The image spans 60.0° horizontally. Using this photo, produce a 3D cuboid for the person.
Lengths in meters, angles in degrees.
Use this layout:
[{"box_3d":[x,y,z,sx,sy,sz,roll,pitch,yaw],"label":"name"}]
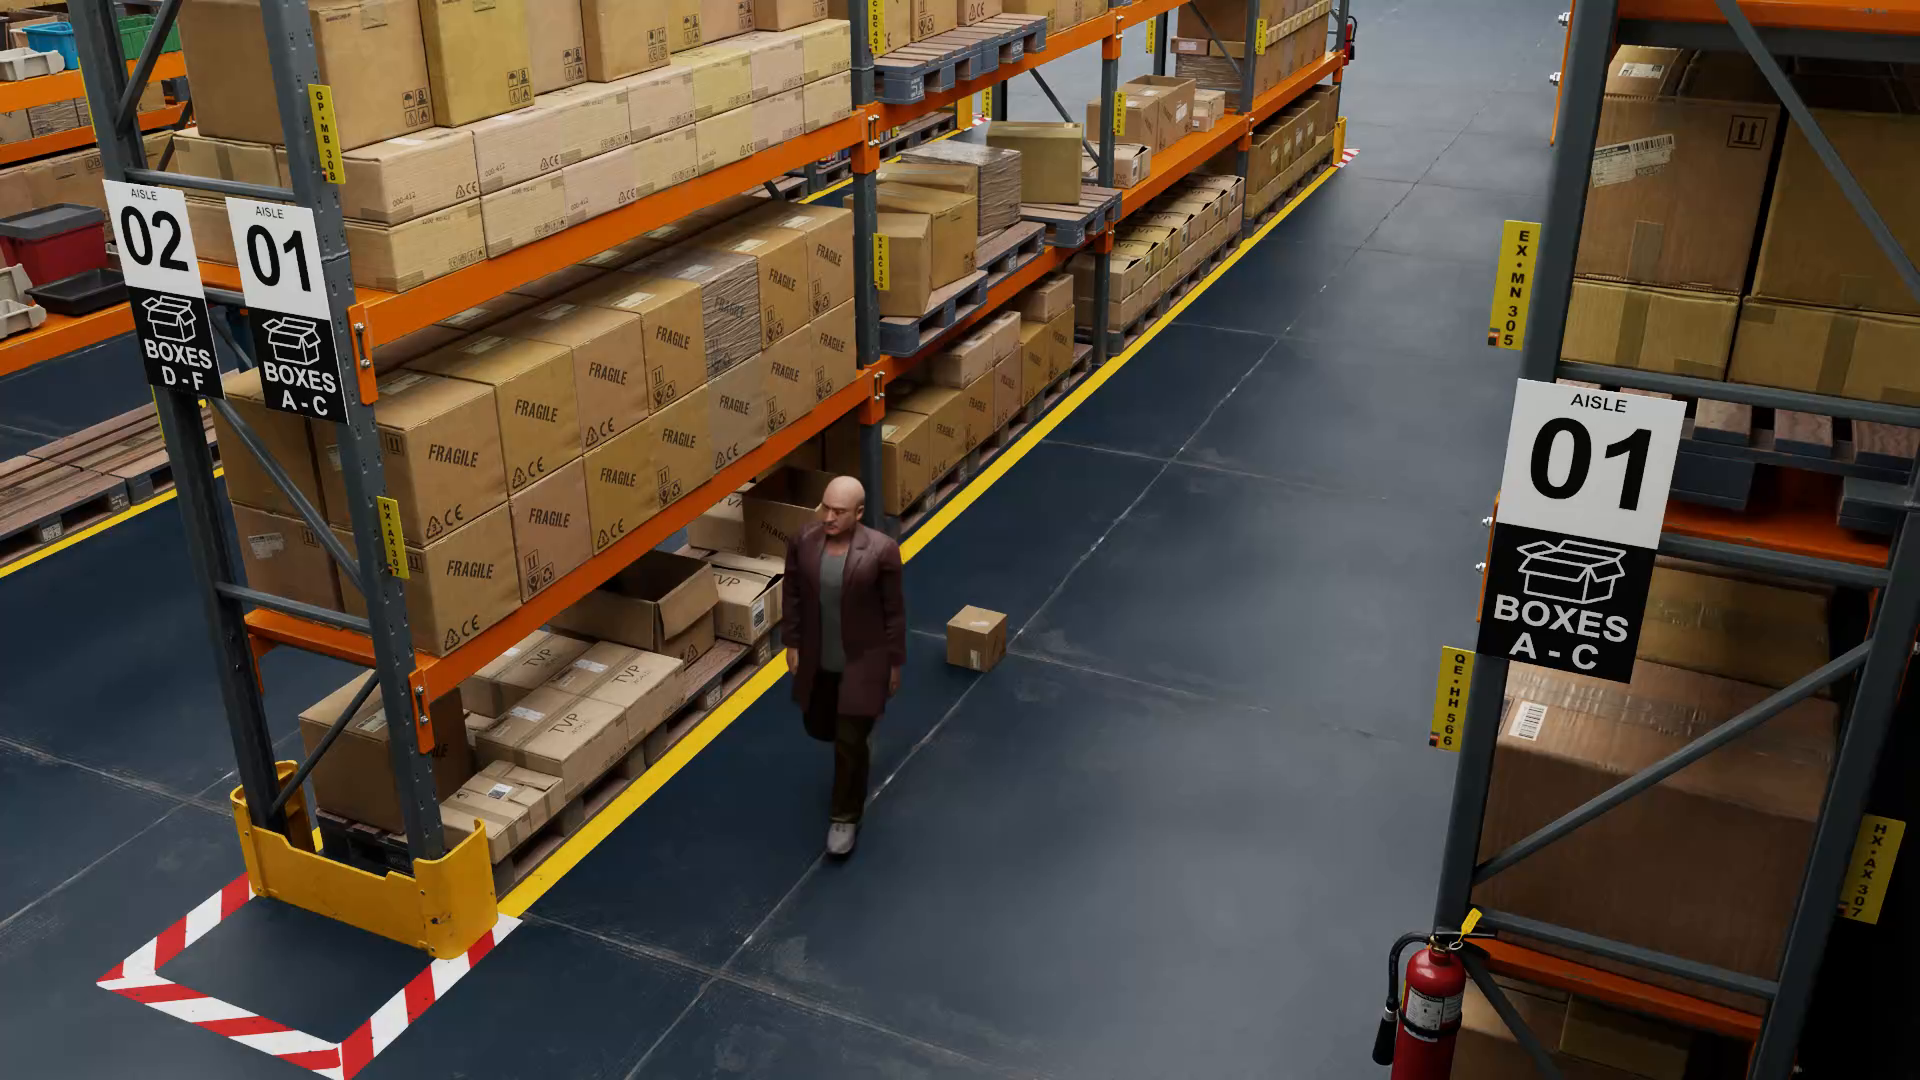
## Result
[{"box_3d":[-0.512,0.487,7.587,0.597,1.754,0.866,9,27,18],"label":"person"}]
